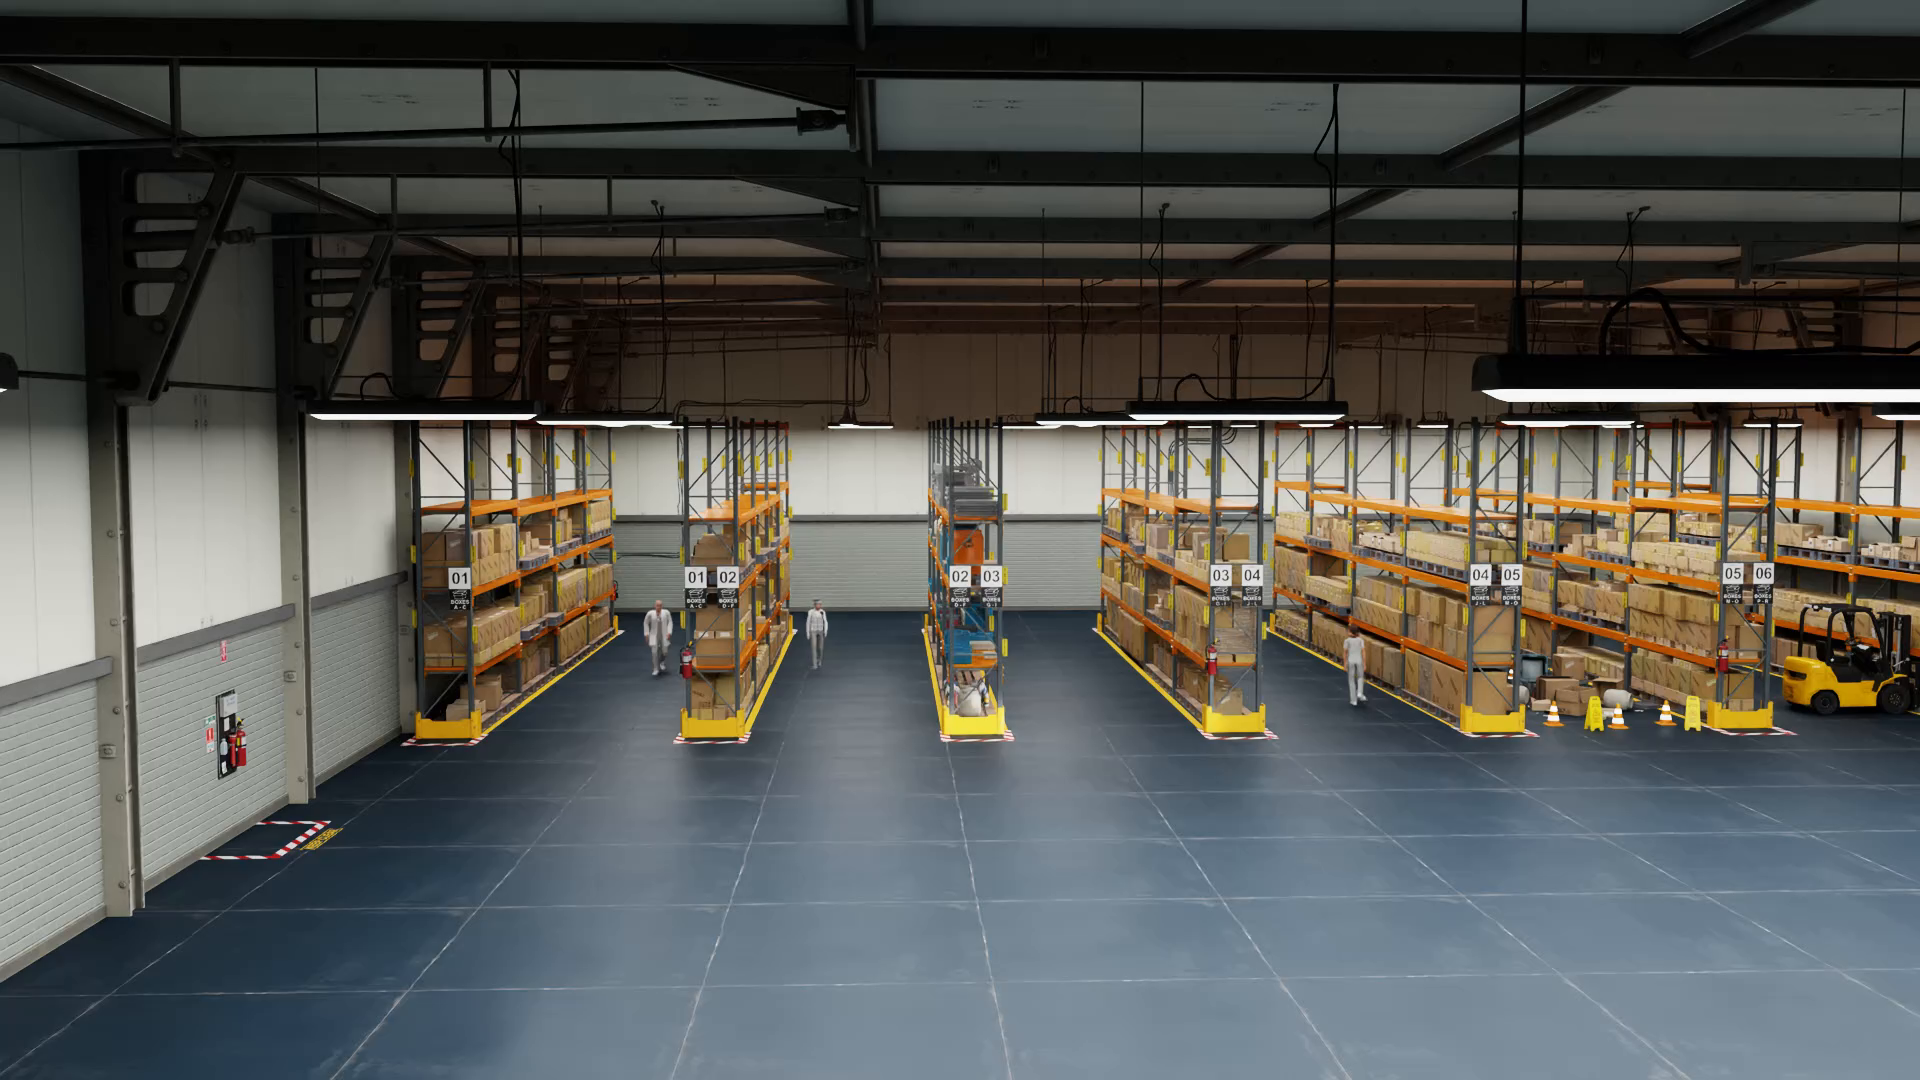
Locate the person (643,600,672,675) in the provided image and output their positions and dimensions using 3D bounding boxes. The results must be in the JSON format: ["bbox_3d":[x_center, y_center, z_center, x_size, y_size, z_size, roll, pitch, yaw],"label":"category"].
[{"bbox_3d":[-7.156,2.279,39.381,0.669,1.751,0.753,-1,4,-17],"label":"person"}]

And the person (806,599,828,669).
[{"bbox_3d":[-3.446,2.270,40.417,0.516,1.673,0.707,-1,4,-16],"label":"person"}]

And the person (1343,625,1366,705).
[{"bbox_3d":[8.273,2.612,34.853,0.491,1.660,0.471,0,4,6],"label":"person"}]
